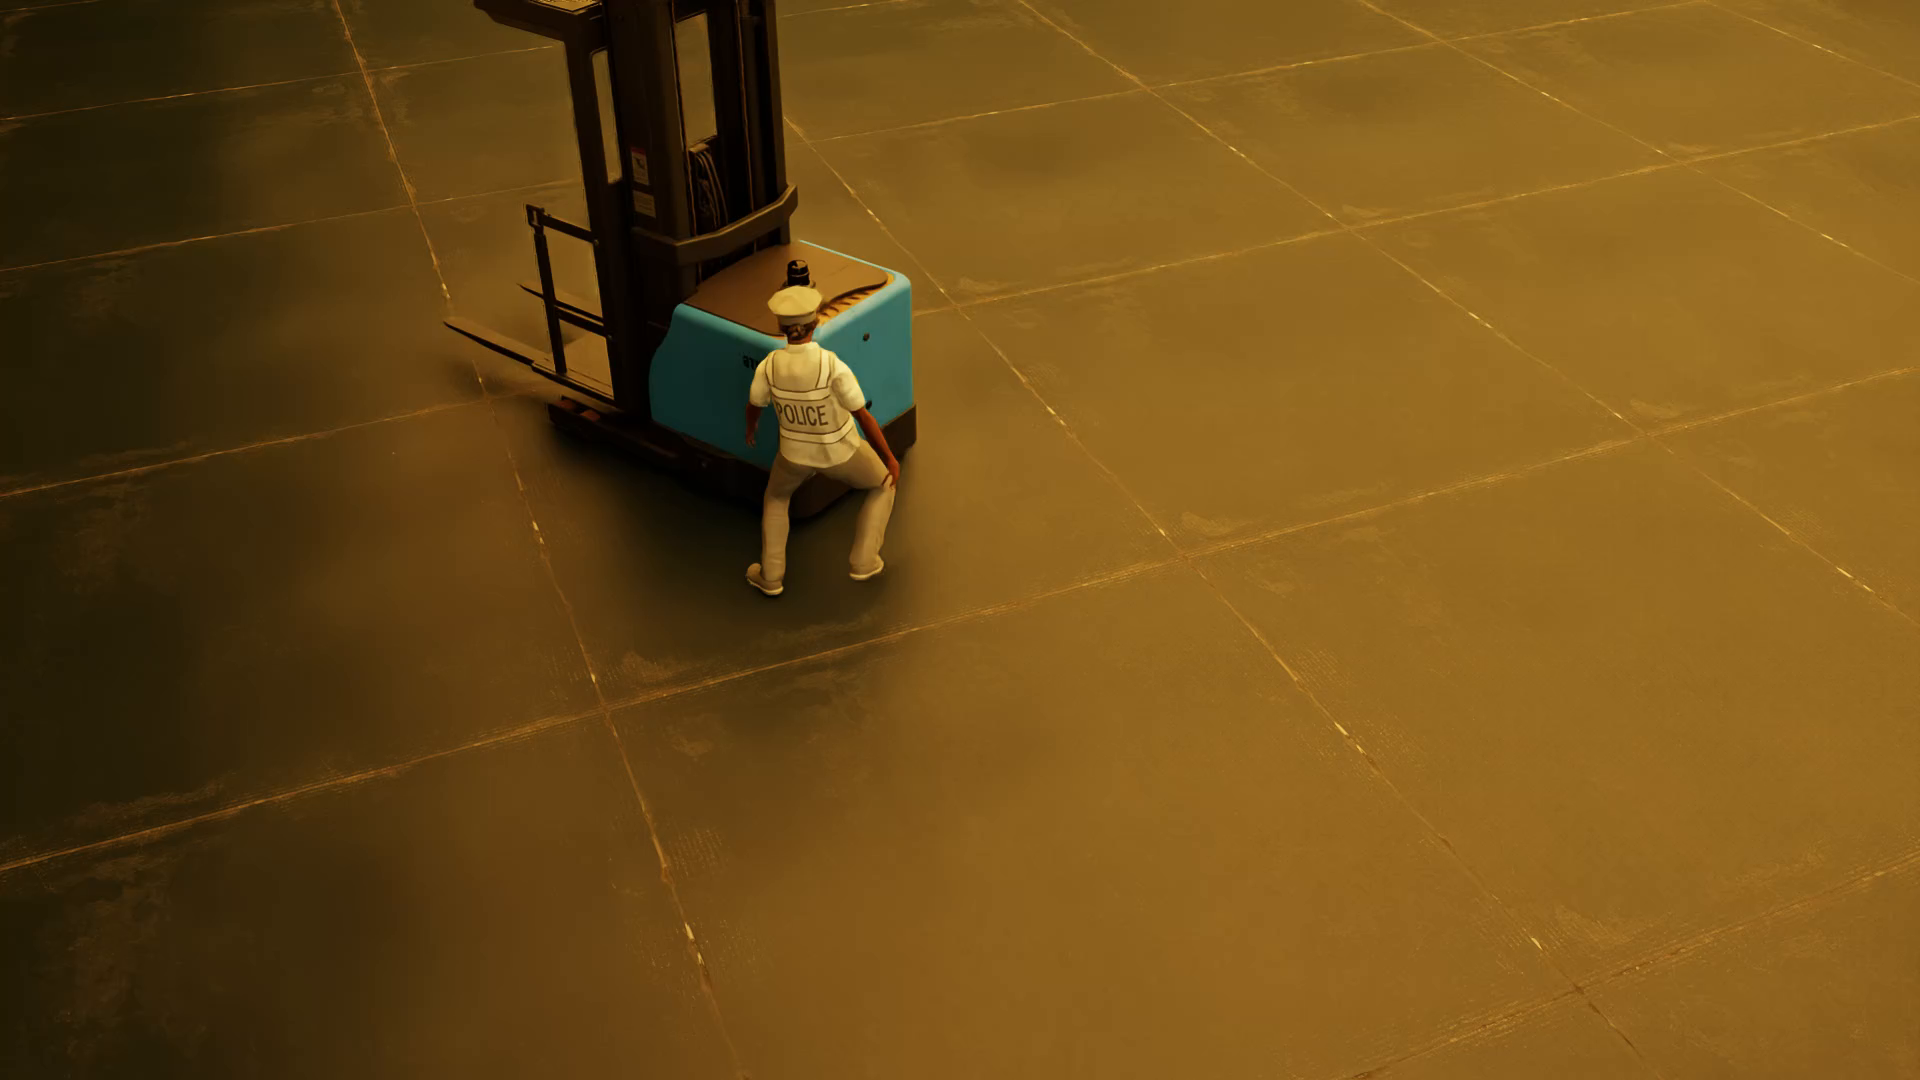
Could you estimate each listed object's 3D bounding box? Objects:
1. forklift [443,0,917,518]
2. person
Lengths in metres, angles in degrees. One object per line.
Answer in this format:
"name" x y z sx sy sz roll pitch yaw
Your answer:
"forklift" -1.732 -1.986 8.892 3.031 2.935 1.130 23 41 29
"person" -0.675 -0.451 7.939 0.835 1.566 0.540 10 37 14
